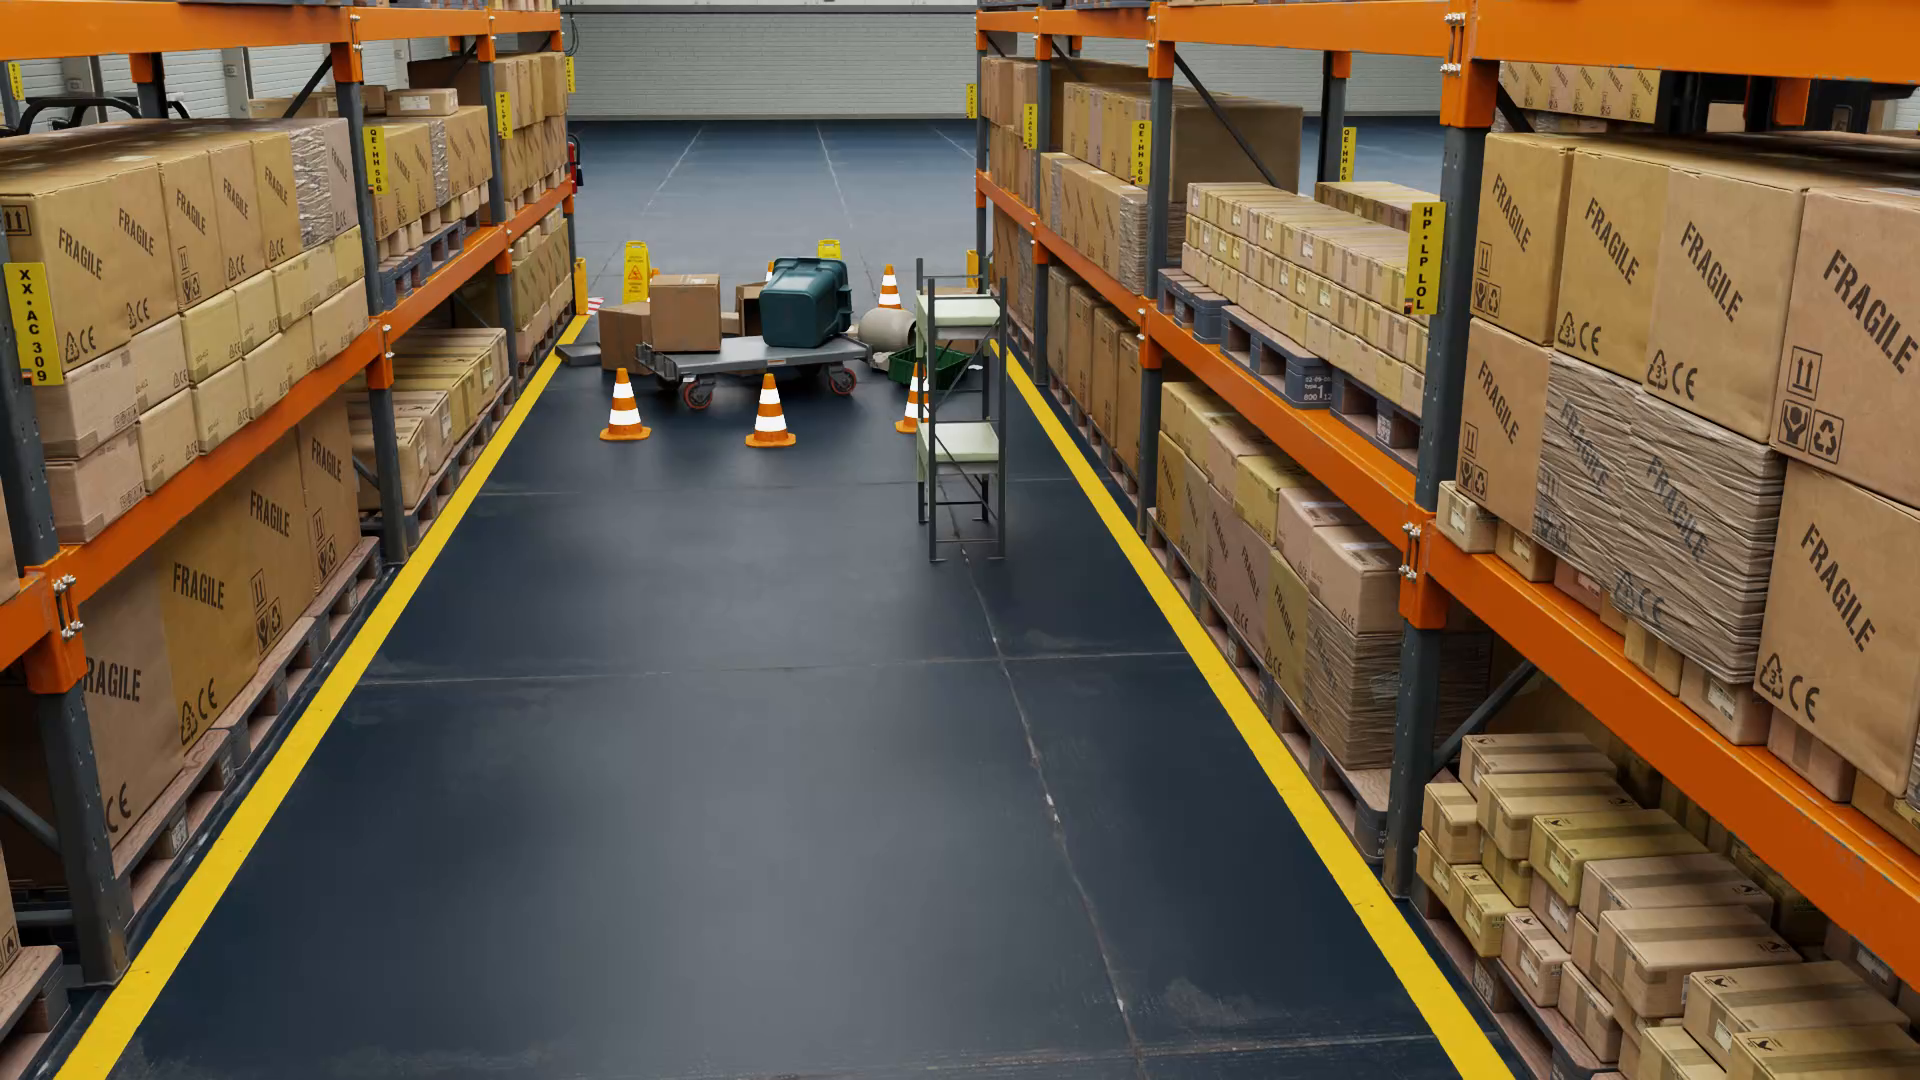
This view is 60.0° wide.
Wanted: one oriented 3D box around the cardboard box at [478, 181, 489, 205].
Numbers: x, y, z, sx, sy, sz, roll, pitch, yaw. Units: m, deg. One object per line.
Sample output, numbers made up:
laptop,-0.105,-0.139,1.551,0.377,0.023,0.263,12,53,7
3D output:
cardboard box,-3.506,-2.421,11.600,0.380,0.149,0.250,-2,17,-5

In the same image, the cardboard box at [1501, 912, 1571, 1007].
cardboard box,1.728,1.145,4.581,0.380,0.149,0.250,-2,18,-6

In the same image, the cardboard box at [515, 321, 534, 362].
cardboard box,-3.626,-1.558,13.022,0.500,0.250,0.500,-3,18,-8

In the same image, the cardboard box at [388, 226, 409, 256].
cardboard box,-3.248,-1.645,9.128,0.380,0.149,0.250,-3,18,-9

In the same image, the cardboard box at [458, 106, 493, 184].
cardboard box,-3.557,-2.745,11.549,0.500,0.500,0.500,-2,18,-7

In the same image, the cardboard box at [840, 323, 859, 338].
cardboard box,-0.929,-1.820,14.529,0.396,0.266,0.258,1,17,4

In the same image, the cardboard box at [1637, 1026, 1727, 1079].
cardboard box,1.793,1.235,3.797,0.380,0.149,0.250,-2,18,-6

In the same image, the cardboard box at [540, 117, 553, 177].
cardboard box,-3.821,-3.415,14.385,0.500,0.500,0.500,-2,18,-6

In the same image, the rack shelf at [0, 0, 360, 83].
rack shelf,-3.215,-1.786,6.051,1.077,0.370,4.000,-2,18,-6

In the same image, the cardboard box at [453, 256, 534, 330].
cardboard box,-3.626,-1.916,12.910,0.500,0.500,0.500,-1,17,-3

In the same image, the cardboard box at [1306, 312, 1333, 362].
cardboard box,1.556,-0.787,6.395,0.380,0.149,0.250,-3,18,-8

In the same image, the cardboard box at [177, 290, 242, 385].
cardboard box,-2.880,-0.715,5.861,0.500,0.250,0.500,-2,17,-5

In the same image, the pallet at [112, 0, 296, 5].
pallet,-3.183,-2.112,6.203,1.003,0.211,1.213,-1,17,-3

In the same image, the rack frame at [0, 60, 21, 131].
rack frame,-9.183,-3.523,15.391,1.000,3.000,0.127,-2,18,-6

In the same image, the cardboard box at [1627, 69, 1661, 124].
cardboard box,5.704,-3.584,13.253,0.500,0.500,0.500,-2,18,-6

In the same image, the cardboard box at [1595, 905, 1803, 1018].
cardboard box,1.774,1.013,4.008,0.380,0.149,0.250,-1,17,-4

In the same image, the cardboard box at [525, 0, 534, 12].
cardboard box,-3.728,-4.435,13.707,0.380,0.149,0.250,-2,18,-6

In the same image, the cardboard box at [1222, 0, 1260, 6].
cardboard box,1.402,-2.480,6.894,0.500,0.500,0.500,-2,18,-6

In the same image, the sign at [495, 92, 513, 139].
sign,-3.282,-3.056,11.971,0.100,0.325,0.005,-2,18,-6

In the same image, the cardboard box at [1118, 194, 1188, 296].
cardboard box,1.179,-1.651,9.260,0.500,0.500,0.500,-2,18,-6

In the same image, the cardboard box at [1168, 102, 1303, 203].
cardboard box,1.456,-2.136,9.136,0.700,0.500,0.500,-2,18,-6

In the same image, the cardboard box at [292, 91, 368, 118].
cardboard box,-3.922,-2.714,10.365,0.380,0.149,0.250,-1,17,-3

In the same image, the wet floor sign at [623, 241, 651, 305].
wet floor sign,-3.201,-2.644,16.521,0.267,0.644,0.232,4,18,13

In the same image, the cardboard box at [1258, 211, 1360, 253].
cardboard box,1.485,-1.306,7.055,0.380,0.149,0.250,-1,17,-4

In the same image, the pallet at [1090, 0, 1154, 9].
pallet,1.373,-3.008,9.059,1.213,0.211,1.003,-1,17,-3

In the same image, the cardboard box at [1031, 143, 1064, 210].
cardboard box,1.030,-2.850,12.996,0.875,0.550,0.550,-2,18,-6

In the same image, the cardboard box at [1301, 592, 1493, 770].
cardboard box,1.578,0.494,6.067,0.500,0.500,0.500,-2,18,-7

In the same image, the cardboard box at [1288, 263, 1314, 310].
cardboard box,1.528,-1.013,6.617,0.380,0.149,0.250,-2,18,-5

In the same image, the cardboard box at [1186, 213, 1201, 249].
cardboard box,1.343,-1.549,8.326,0.380,0.149,0.250,-1,17,-3

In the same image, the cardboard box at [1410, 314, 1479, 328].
cardboard box,1.669,-0.763,5.325,0.380,0.149,0.250,-1,17,-3

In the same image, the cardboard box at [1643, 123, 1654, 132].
cardboard box,6.039,-3.117,13.436,0.875,0.500,0.500,-2,18,-6

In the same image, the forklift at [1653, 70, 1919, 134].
forklift,4.755,-1.727,9.786,3.031,2.935,1.130,-14,22,-37

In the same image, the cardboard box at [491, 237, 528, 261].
cardboard box,-3.579,-2.265,12.937,0.380,0.149,0.250,-2,17,-5

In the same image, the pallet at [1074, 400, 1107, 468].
pallet,1.363,-0.746,11.202,1.003,0.211,1.213,-2,18,-6

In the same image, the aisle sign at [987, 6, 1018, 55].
aisle sign,0.362,-5.113,16.114,0.394,0.787,0.004,-2,18,-6

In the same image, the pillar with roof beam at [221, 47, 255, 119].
pillar with roof beam,-6.963,-9.858,25.554,9.100,9.000,0.400,-2,18,-6

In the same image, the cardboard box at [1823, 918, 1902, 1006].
cardboard box,2.368,0.995,4.065,0.380,0.149,0.250,-3,18,-8

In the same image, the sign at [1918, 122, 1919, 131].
sign,9.990,-4.253,17.254,0.100,0.325,0.005,-2,18,-6

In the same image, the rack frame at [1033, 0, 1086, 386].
rack frame,1.080,-2.669,12.670,1.000,3.000,0.127,-2,18,-6

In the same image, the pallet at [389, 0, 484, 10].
pallet,-3.876,-3.640,11.069,1.213,0.211,1.003,-2,18,-6

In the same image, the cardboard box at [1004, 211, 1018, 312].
cardboard box,0.896,-2.585,15.249,0.875,0.875,0.875,-2,18,-7

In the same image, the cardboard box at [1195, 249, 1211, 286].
cardboard box,1.365,-1.338,8.150,0.380,0.149,0.250,-1,17,-3

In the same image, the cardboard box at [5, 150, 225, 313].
cardboard box,-2.897,-1.067,5.732,0.500,0.500,0.500,-2,18,-7

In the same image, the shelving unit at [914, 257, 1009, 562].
shelving unit,-0.001,-0.718,8.959,0.431,1.500,0.755,-2,18,-6

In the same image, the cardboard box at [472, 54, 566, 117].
cardboard box,-3.776,-3.899,14.255,0.700,0.500,0.500,-2,18,-6

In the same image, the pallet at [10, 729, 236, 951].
pallet,-3.163,1.001,5.637,1.003,0.211,1.213,-2,18,-6

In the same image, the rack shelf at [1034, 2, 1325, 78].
rack shelf,1.286,-3.161,10.430,1.077,0.370,4.000,-2,18,-6

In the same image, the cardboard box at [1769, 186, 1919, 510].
cardboard box,1.850,-0.352,2.957,0.500,0.500,0.500,-2,18,-8

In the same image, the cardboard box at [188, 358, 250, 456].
cardboard box,-2.883,-0.477,5.940,0.500,0.250,0.500,-2,18,-6

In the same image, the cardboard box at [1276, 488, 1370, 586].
cardboard box,1.537,-0.018,6.448,0.500,0.250,0.500,-1,17,-3

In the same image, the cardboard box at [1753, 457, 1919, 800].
cardboard box,1.864,0.138,3.067,0.500,0.500,0.500,-1,17,-3

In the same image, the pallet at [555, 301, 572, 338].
pallet,-4.189,-2.081,15.454,1.003,0.211,1.213,-2,18,-6

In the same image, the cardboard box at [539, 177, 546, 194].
cardboard box,-3.793,-3.074,14.380,0.380,0.149,0.250,-2,18,-6

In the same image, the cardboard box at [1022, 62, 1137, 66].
cardboard box,0.985,-3.692,13.876,0.875,0.550,0.550,-2,18,-6

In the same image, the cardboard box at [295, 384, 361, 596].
cardboard box,-3.432,-0.272,7.883,0.875,0.875,0.875,-2,18,-6

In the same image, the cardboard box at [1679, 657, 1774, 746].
cardboard box,1.793,0.320,3.570,0.380,0.149,0.250,-1,17,-3

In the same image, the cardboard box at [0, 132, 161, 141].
cardboard box,-3.514,-1.362,6.672,0.500,0.500,0.500,-1,17,-4
